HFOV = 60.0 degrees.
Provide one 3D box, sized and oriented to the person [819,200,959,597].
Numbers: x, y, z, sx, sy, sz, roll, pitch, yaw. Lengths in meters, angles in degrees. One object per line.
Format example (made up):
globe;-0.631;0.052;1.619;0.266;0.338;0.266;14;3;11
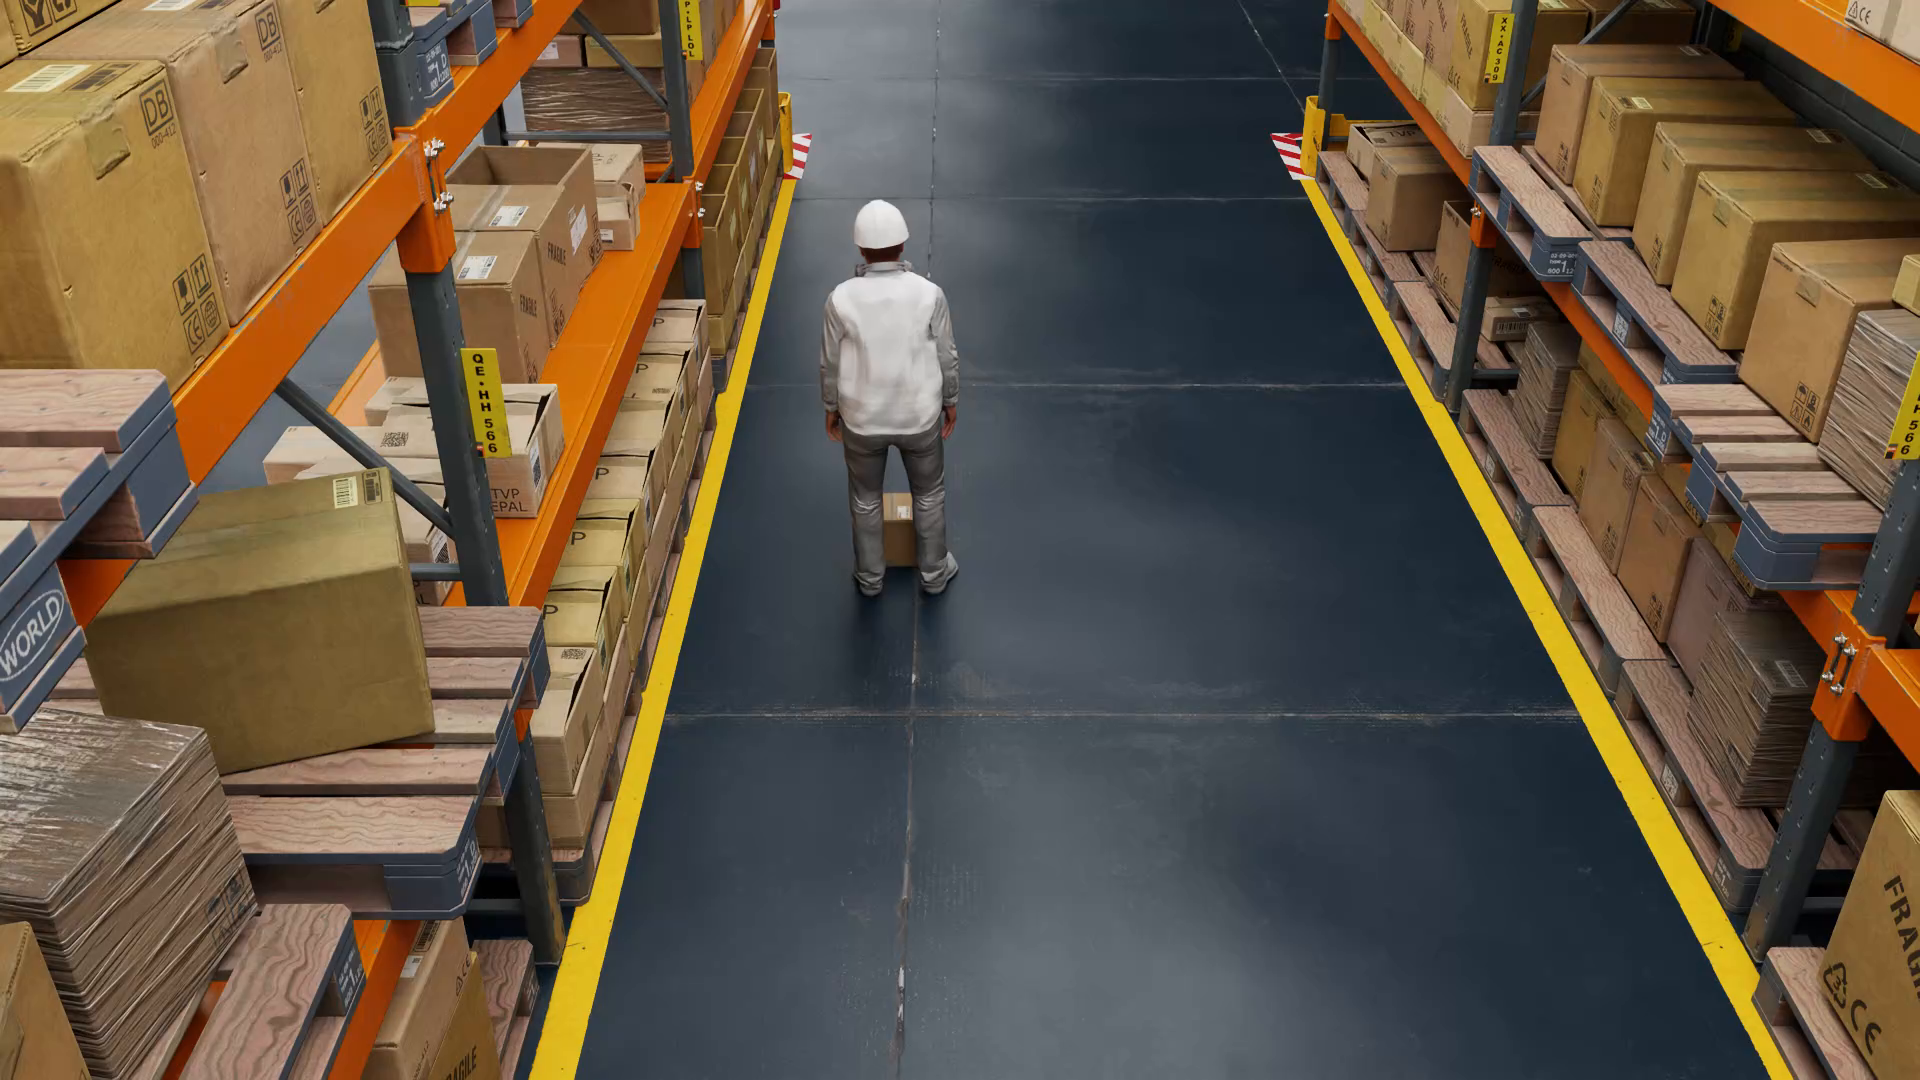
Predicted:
person;-0.294;-0.559;7.028;0.582;1.769;0.465;-2;31;-3
